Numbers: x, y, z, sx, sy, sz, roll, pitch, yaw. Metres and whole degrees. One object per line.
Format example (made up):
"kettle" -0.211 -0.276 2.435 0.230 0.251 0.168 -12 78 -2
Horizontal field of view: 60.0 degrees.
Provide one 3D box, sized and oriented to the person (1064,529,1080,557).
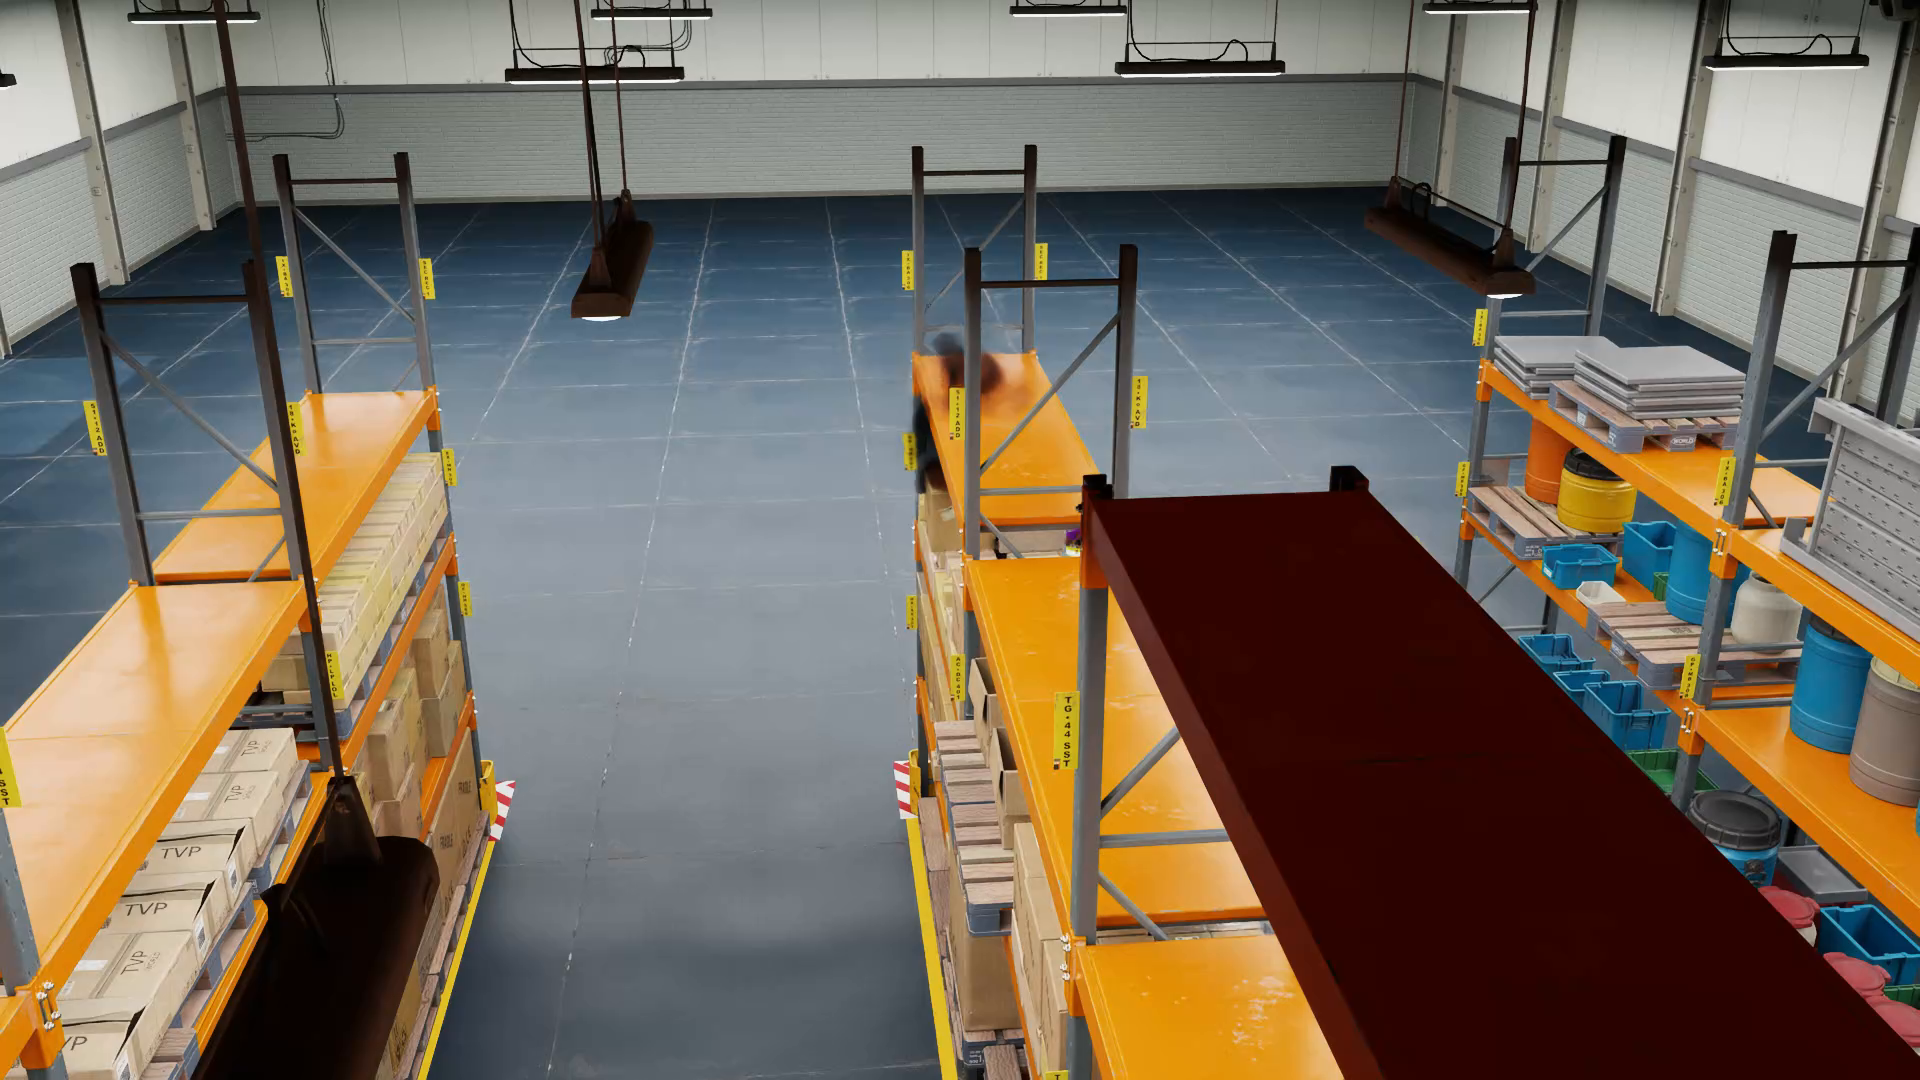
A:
"person" 1.372 0.194 18.710 0.876 1.802 0.685 10 24 24
